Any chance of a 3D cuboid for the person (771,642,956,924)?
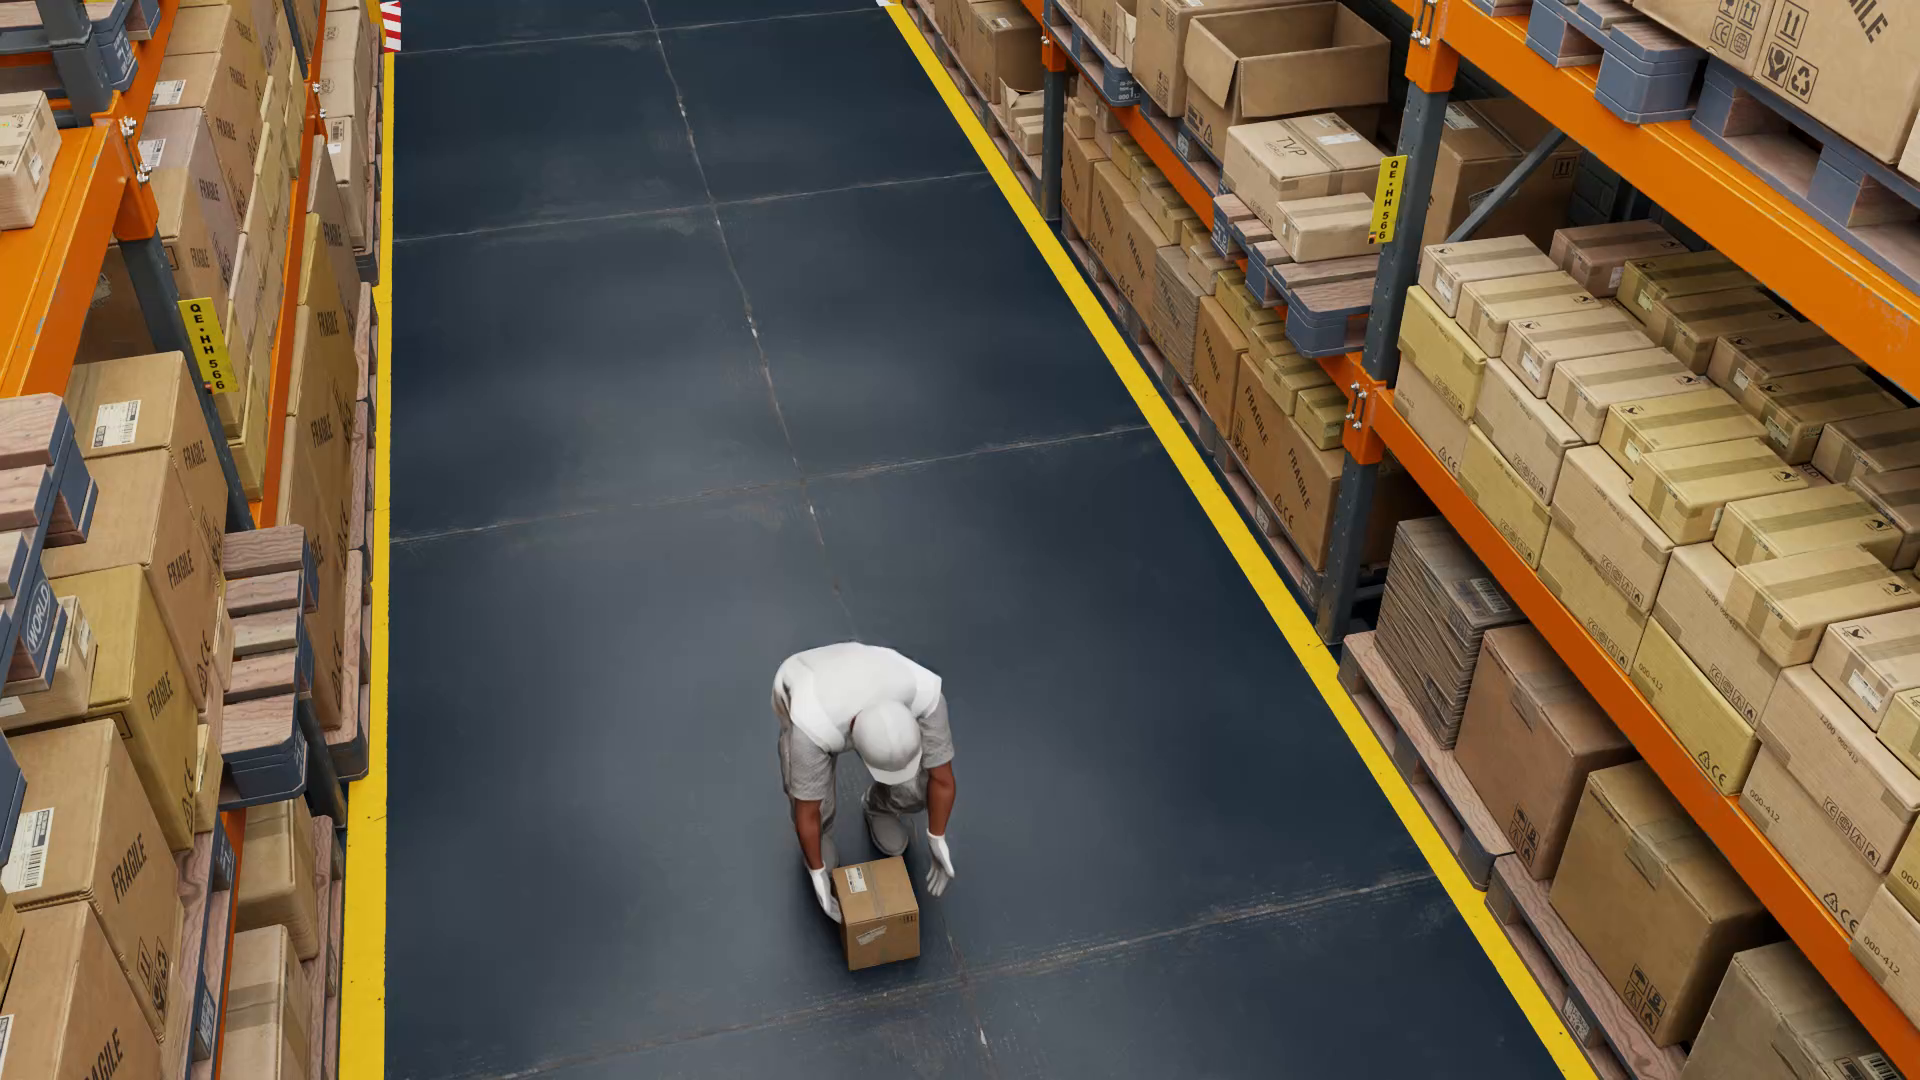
[{"bbox_3d":[-0.338,0.747,5.785,0.577,1.037,0.895,-9,39,-12],"label":"person"}]
